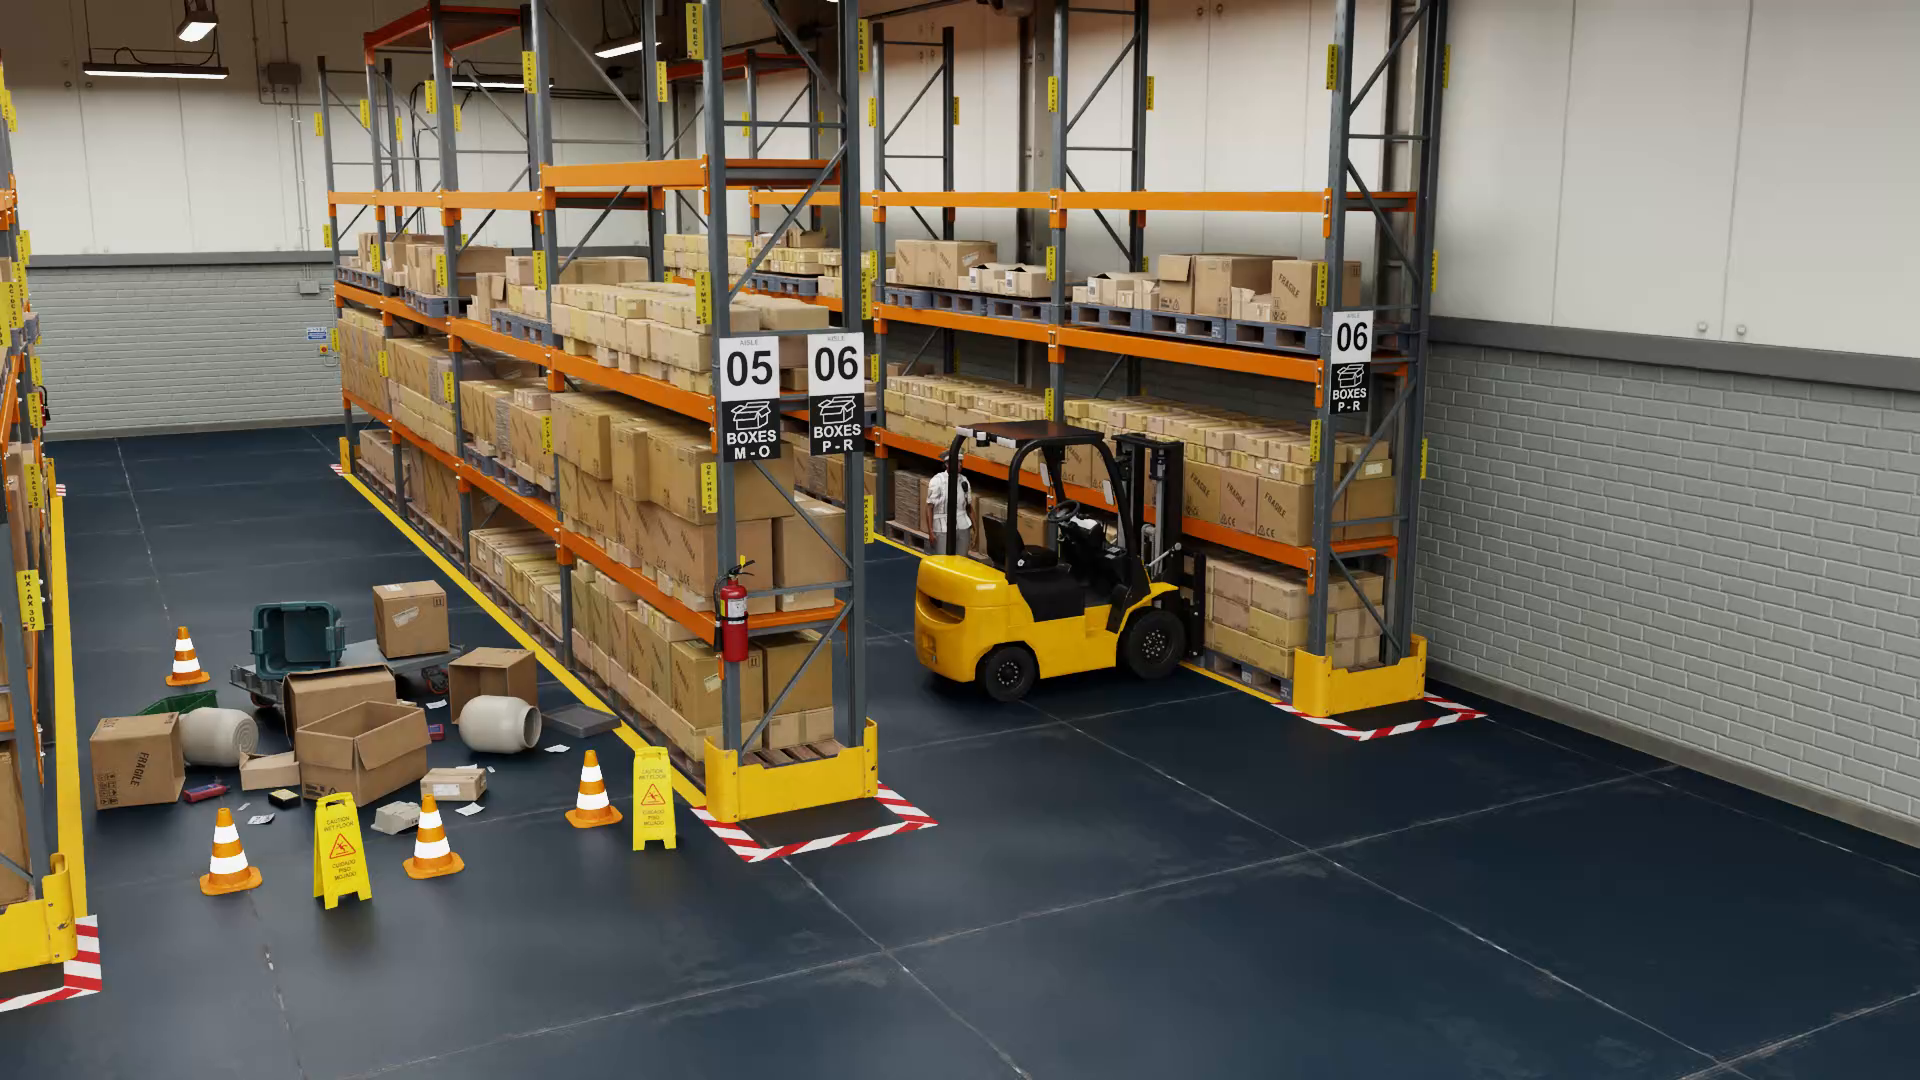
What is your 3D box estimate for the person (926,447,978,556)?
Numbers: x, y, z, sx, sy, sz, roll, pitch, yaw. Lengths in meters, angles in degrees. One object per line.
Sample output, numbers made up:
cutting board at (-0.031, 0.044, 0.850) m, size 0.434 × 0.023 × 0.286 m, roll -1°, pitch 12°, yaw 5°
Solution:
person at (-0.061, -0.051, 16.082) m, size 0.569 × 1.692 × 0.530 m, roll -6°, pitch 13°, yaw -28°
